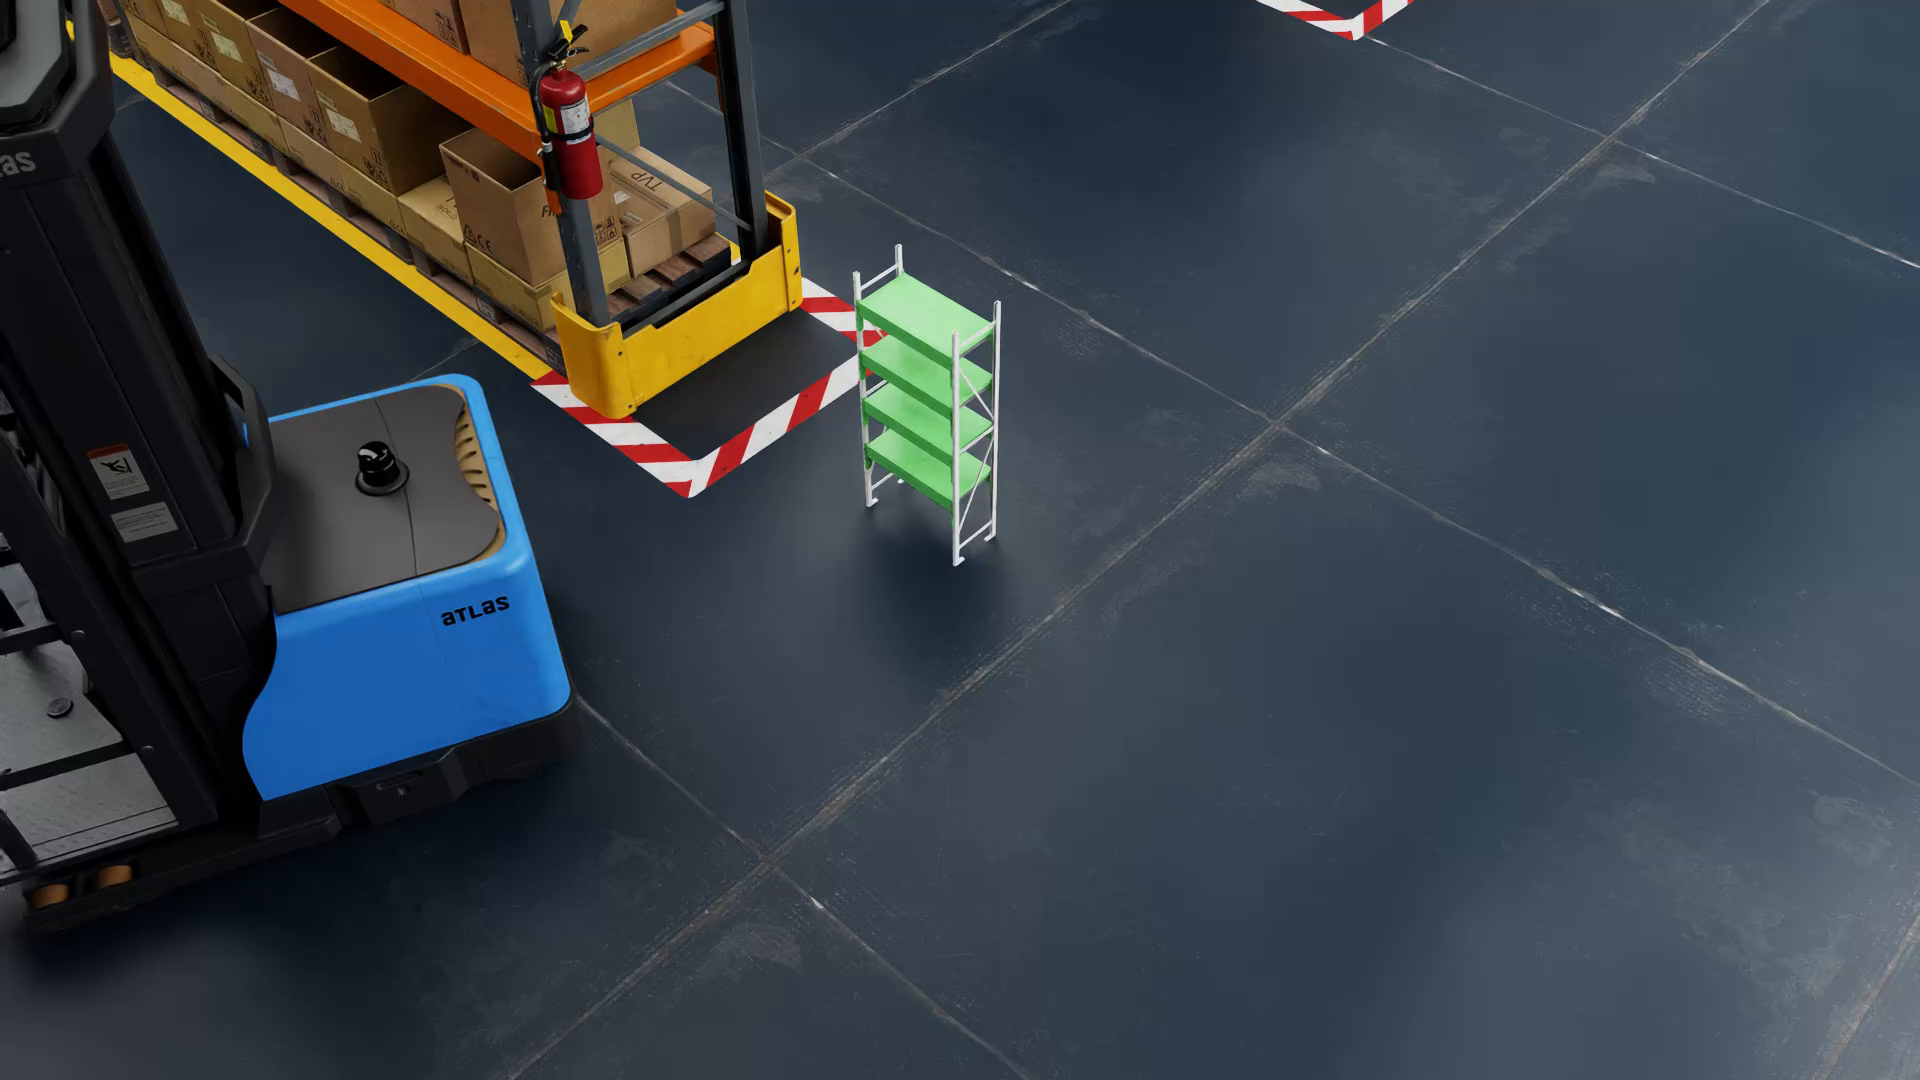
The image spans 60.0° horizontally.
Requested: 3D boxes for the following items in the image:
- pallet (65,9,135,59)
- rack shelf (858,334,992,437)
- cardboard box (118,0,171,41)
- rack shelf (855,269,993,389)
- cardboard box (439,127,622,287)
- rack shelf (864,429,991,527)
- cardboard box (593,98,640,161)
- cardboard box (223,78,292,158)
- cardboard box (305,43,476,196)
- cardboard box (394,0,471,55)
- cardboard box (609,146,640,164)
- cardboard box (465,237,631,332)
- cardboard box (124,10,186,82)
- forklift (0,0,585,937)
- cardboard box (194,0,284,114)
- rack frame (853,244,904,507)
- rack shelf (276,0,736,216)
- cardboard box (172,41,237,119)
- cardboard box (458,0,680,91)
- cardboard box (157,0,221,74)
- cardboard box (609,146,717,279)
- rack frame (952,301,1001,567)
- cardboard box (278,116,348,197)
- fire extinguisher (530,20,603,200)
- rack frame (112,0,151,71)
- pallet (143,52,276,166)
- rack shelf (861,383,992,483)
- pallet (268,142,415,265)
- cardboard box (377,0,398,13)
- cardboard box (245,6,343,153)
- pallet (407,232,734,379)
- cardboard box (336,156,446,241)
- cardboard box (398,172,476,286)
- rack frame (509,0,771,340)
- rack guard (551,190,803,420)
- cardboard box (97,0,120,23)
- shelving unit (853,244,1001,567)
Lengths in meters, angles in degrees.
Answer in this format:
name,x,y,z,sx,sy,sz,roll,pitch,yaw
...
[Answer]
name,x,y,z,sx,sy,sz,roll,pitch,yaw
pallet,-4.757,-3.307,9.710,1.213,0.211,1.003,34,55,28
rack shelf,-0.122,-0.613,6.261,0.480,0.148,0.258,34,55,28
cardboard box,-4.061,-2.980,8.574,0.500,0.500,0.500,34,55,28
rack shelf,-0.122,-0.777,6.086,0.480,0.148,0.258,34,55,28
cardboard box,-1.846,-1.505,7.189,0.500,0.500,0.500,34,55,28
rack shelf,-0.122,-0.285,6.611,0.480,0.148,0.258,34,55,28
cardboard box,-1.862,-2.030,7.682,0.500,0.500,0.500,34,55,28
cardboard box,-3.326,-2.229,8.383,0.500,0.250,0.500,34,55,28
cardboard box,-2.591,-1.992,7.646,0.500,0.500,0.500,34,55,28
cardboard box,-1.974,-2.469,6.942,0.500,0.500,0.700,35,56,29
cardboard box,-1.863,-1.772,7.954,0.500,0.250,0.500,34,55,28
cardboard box,-1.845,-1.249,7.464,0.500,0.250,0.500,34,55,28
cardboard box,-4.054,-2.729,8.852,0.500,0.250,0.500,34,55,28
forklift,-2.919,-0.145,4.876,3.031,2.935,1.130,-16,49,-15
cardboard box,-3.326,-2.486,8.110,0.500,0.500,0.500,34,55,28
rack frame,-0.301,-0.613,6.503,0.015,1.200,0.240,34,55,28
rack shelf,-2.720,-2.683,7.705,4.000,0.370,1.077,34,55,28
cardboard box,-3.690,-2.479,8.618,0.500,0.250,0.500,34,55,28
cardboard box,-1.584,-2.212,6.701,0.500,0.500,0.700,34,55,28
cardboard box,-3.688,-2.737,8.346,0.500,0.500,0.500,34,55,28
cardboard box,-1.493,-1.527,7.724,0.500,0.250,0.500,34,55,28
rack frame,0.058,-0.372,6.276,0.015,1.200,0.240,34,55,28
cardboard box,-2.955,-1.985,8.154,0.500,0.250,0.500,34,55,28
fire extinguisher,-1.478,-1.606,6.254,0.183,0.674,0.296,34,55,28
rack frame,-4.189,-3.918,8.371,0.127,3.000,1.000,34,55,28
pallet,-3.633,-2.548,8.997,1.213,0.211,1.003,34,55,28
rack shelf,-0.122,-0.449,6.436,0.480,0.148,0.258,34,55,28
pallet,-2.733,-1.944,8.431,1.213,0.211,1.003,34,55,28
cardboard box,-2.335,-2.718,7.175,0.500,0.500,0.700,34,56,28
cardboard box,-2.957,-2.239,7.879,0.500,0.500,0.500,34,55,28
pallet,-1.840,-1.341,7.864,1.213,0.211,1.003,34,55,28
cardboard box,-2.589,-1.736,7.921,0.500,0.250,0.500,34,55,28
cardboard box,-2.220,-1.490,7.690,0.500,0.250,0.500,34,55,28
rack frame,-1.250,-1.940,6.514,0.127,3.000,1.000,34,55,28
rack guard,-1.232,-1.072,7.414,0.348,0.500,1.175,34,55,28
cardboard box,-4.691,-3.170,9.267,0.500,0.250,0.500,33,55,27
shelving unit,-0.122,-0.493,6.389,0.503,1.200,0.258,34,55,28
